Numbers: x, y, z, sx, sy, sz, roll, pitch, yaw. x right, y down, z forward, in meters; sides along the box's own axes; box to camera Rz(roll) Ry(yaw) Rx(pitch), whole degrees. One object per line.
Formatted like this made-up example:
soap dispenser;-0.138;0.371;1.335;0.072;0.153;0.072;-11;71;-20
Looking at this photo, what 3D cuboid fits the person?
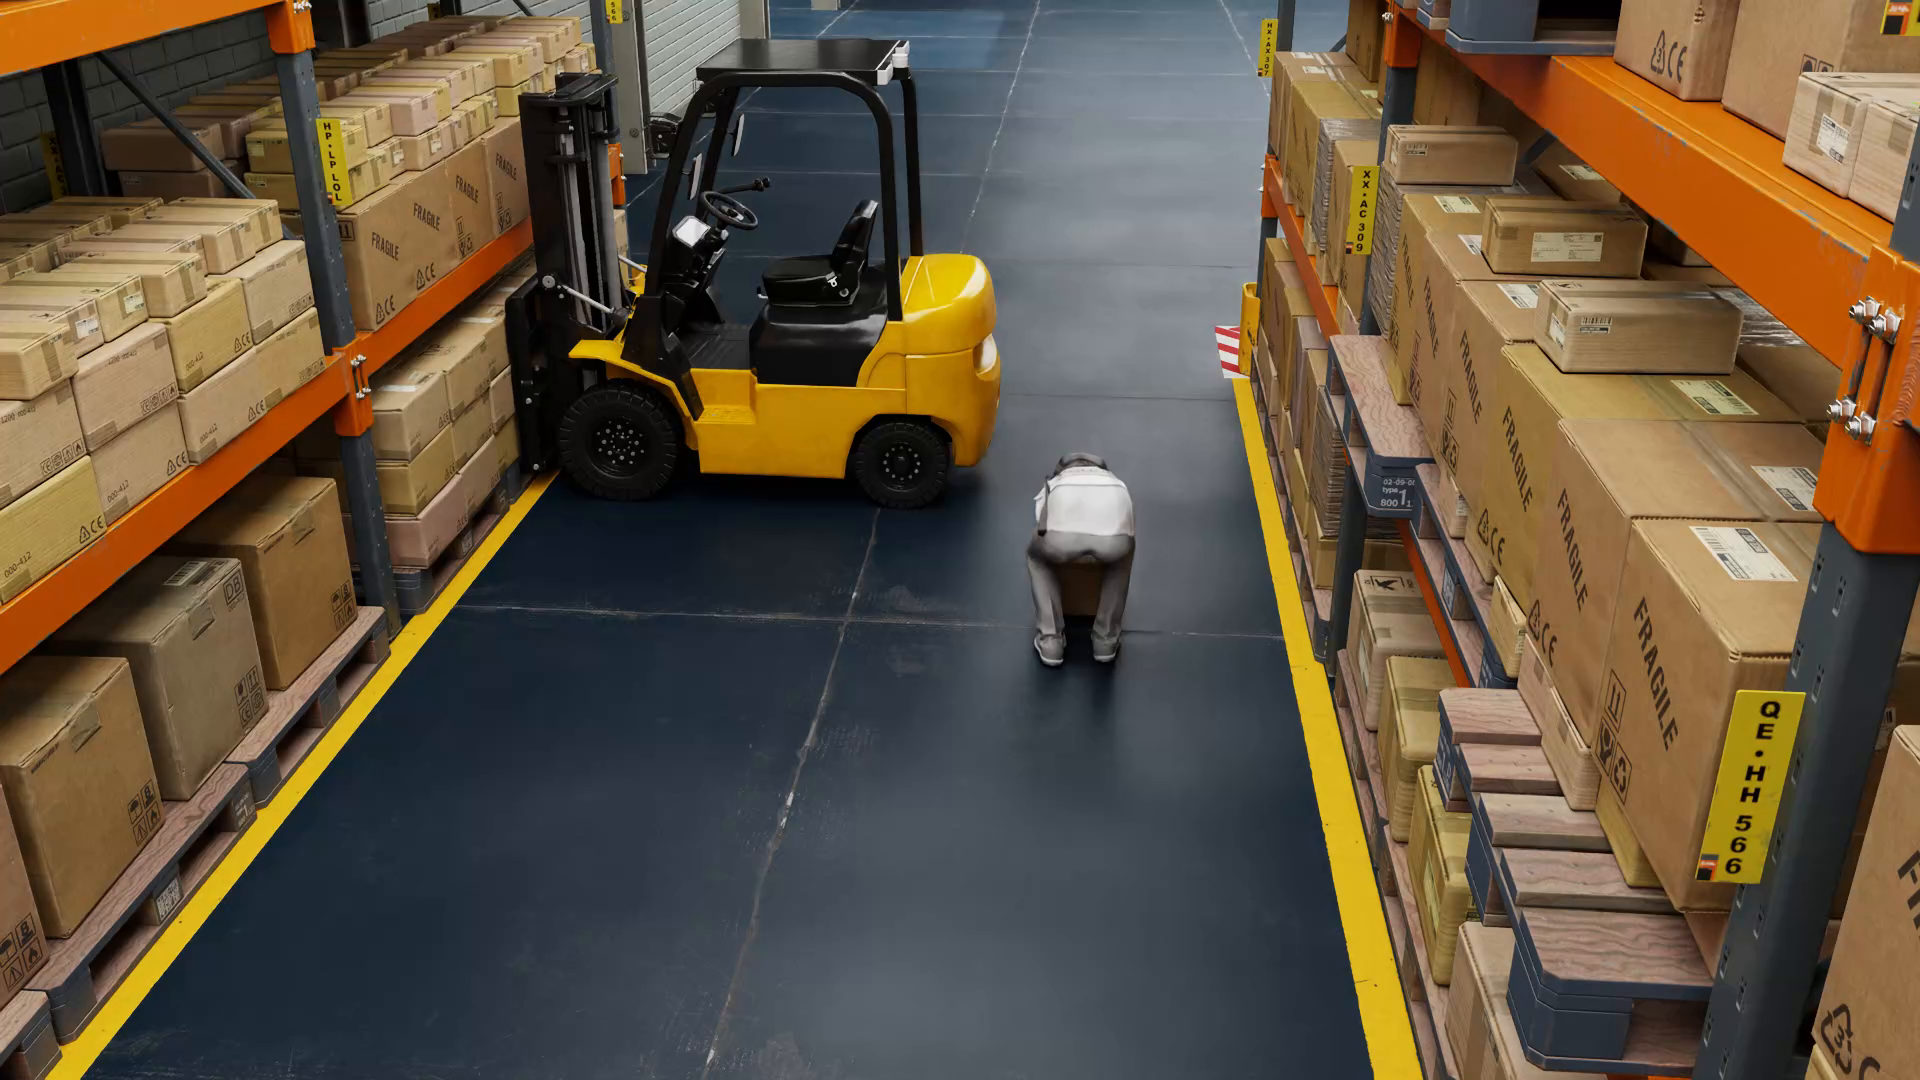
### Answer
person;0.507;0.050;7.004;0.462;0.842;0.889;1;25;2
